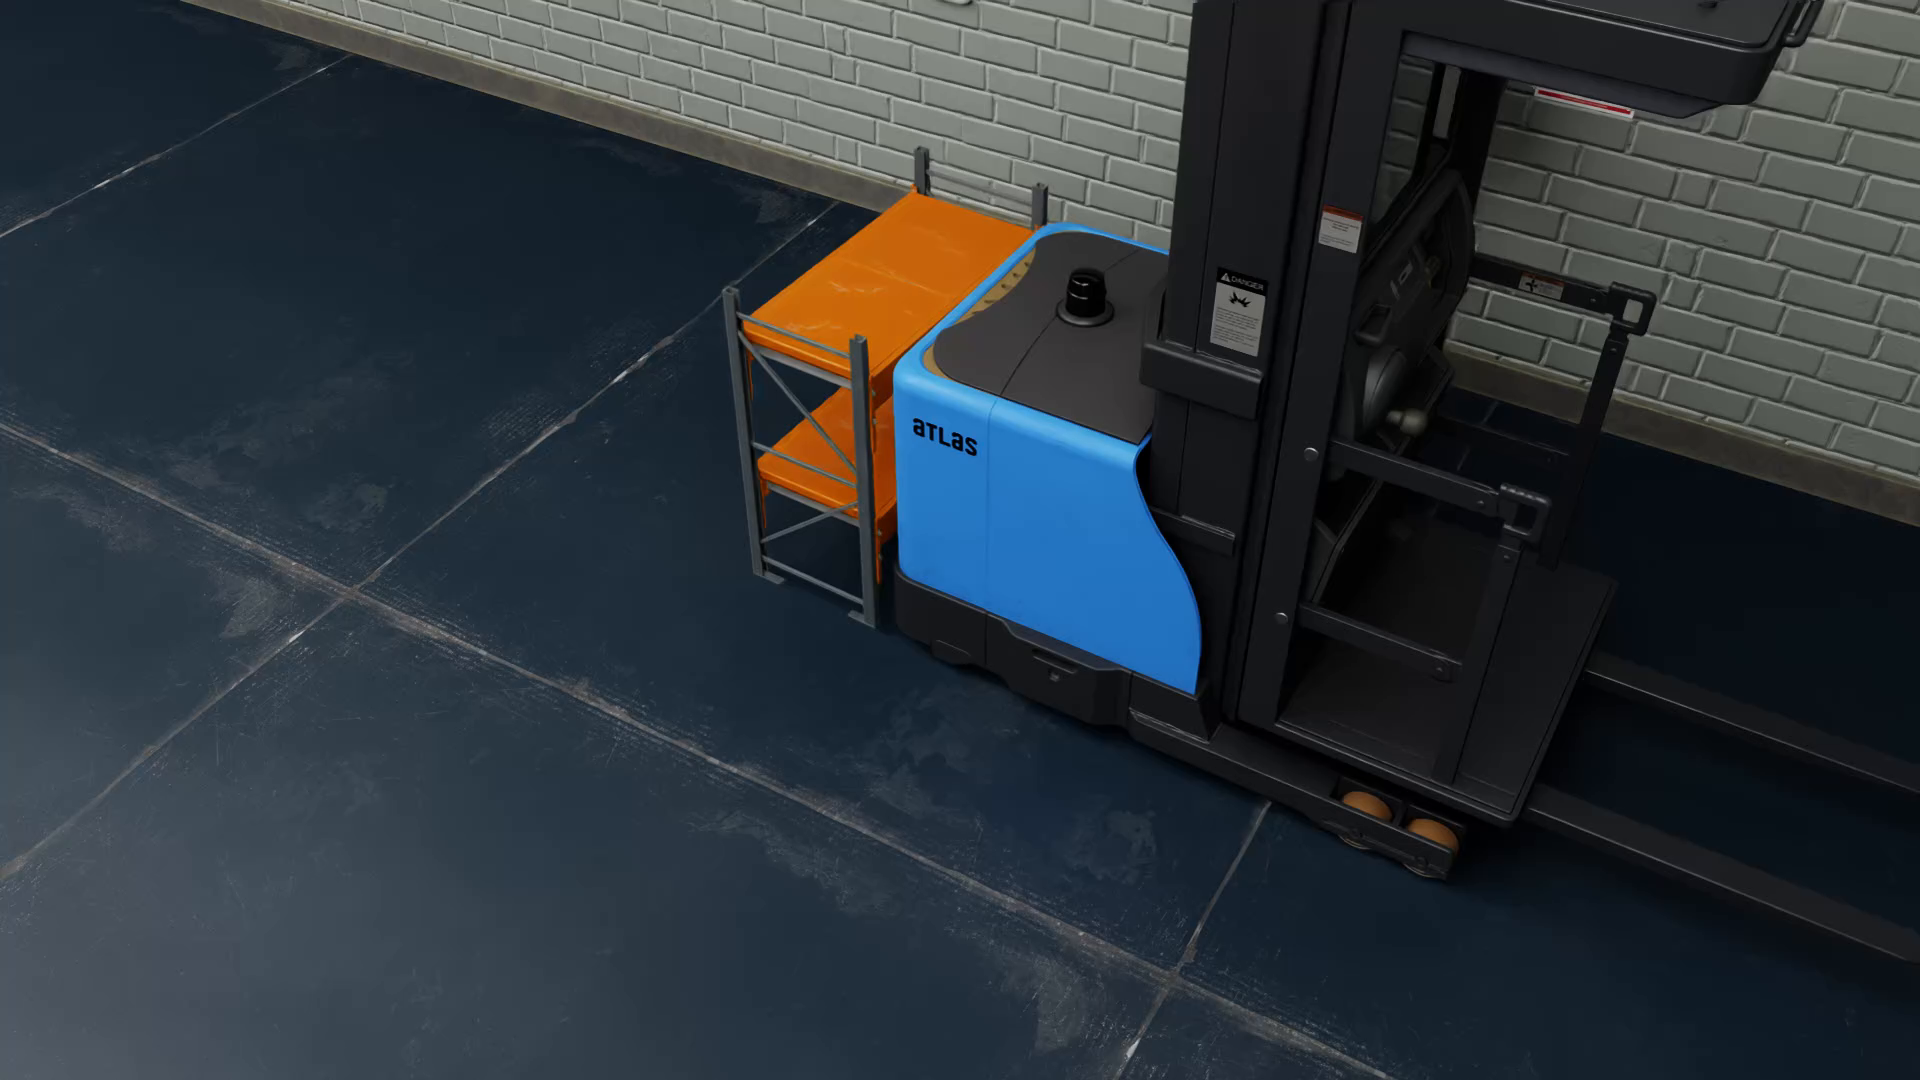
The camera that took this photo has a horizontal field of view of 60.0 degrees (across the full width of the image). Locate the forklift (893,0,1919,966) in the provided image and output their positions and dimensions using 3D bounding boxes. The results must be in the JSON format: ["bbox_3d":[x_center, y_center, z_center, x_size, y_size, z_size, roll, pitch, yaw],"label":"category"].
[{"bbox_3d":[1.324,-0.558,4.166,3.031,2.935,1.130,21,46,23],"label":"forklift"}]

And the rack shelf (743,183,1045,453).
[{"bbox_3d":[-0.207,-0.732,5.288,0.538,0.278,1.000,23,46,24],"label":"rack shelf"}]

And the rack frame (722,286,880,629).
[{"bbox_3d":[-0.480,-0.229,5.159,0.500,1.125,0.032,23,46,24],"label":"rack frame"}]

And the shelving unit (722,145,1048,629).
[{"bbox_3d":[-0.207,-0.513,5.481,0.538,1.125,1.048,23,46,24],"label":"shelving unit"}]

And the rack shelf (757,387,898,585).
[{"bbox_3d":[-0.207,-0.329,5.643,0.538,0.278,1.000,23,46,24],"label":"rack shelf"}]

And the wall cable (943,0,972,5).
[{"bbox_3d":[-0.190,-2.889,5.968,0.585,1.953,0.123,21,45,22],"label":"wall cable"}]

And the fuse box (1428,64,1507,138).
[{"bbox_3d":[1.555,-1.234,5.856,0.539,1.711,0.414,21,45,22],"label":"fuse box"}]

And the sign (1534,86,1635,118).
[{"bbox_3d":[2.087,-1.637,5.411,0.329,0.494,0.001,21,45,22],"label":"sign"}]

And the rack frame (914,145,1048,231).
[{"bbox_3d":[0.065,-0.796,5.803,0.500,1.125,0.032,23,46,24],"label":"rack frame"}]
